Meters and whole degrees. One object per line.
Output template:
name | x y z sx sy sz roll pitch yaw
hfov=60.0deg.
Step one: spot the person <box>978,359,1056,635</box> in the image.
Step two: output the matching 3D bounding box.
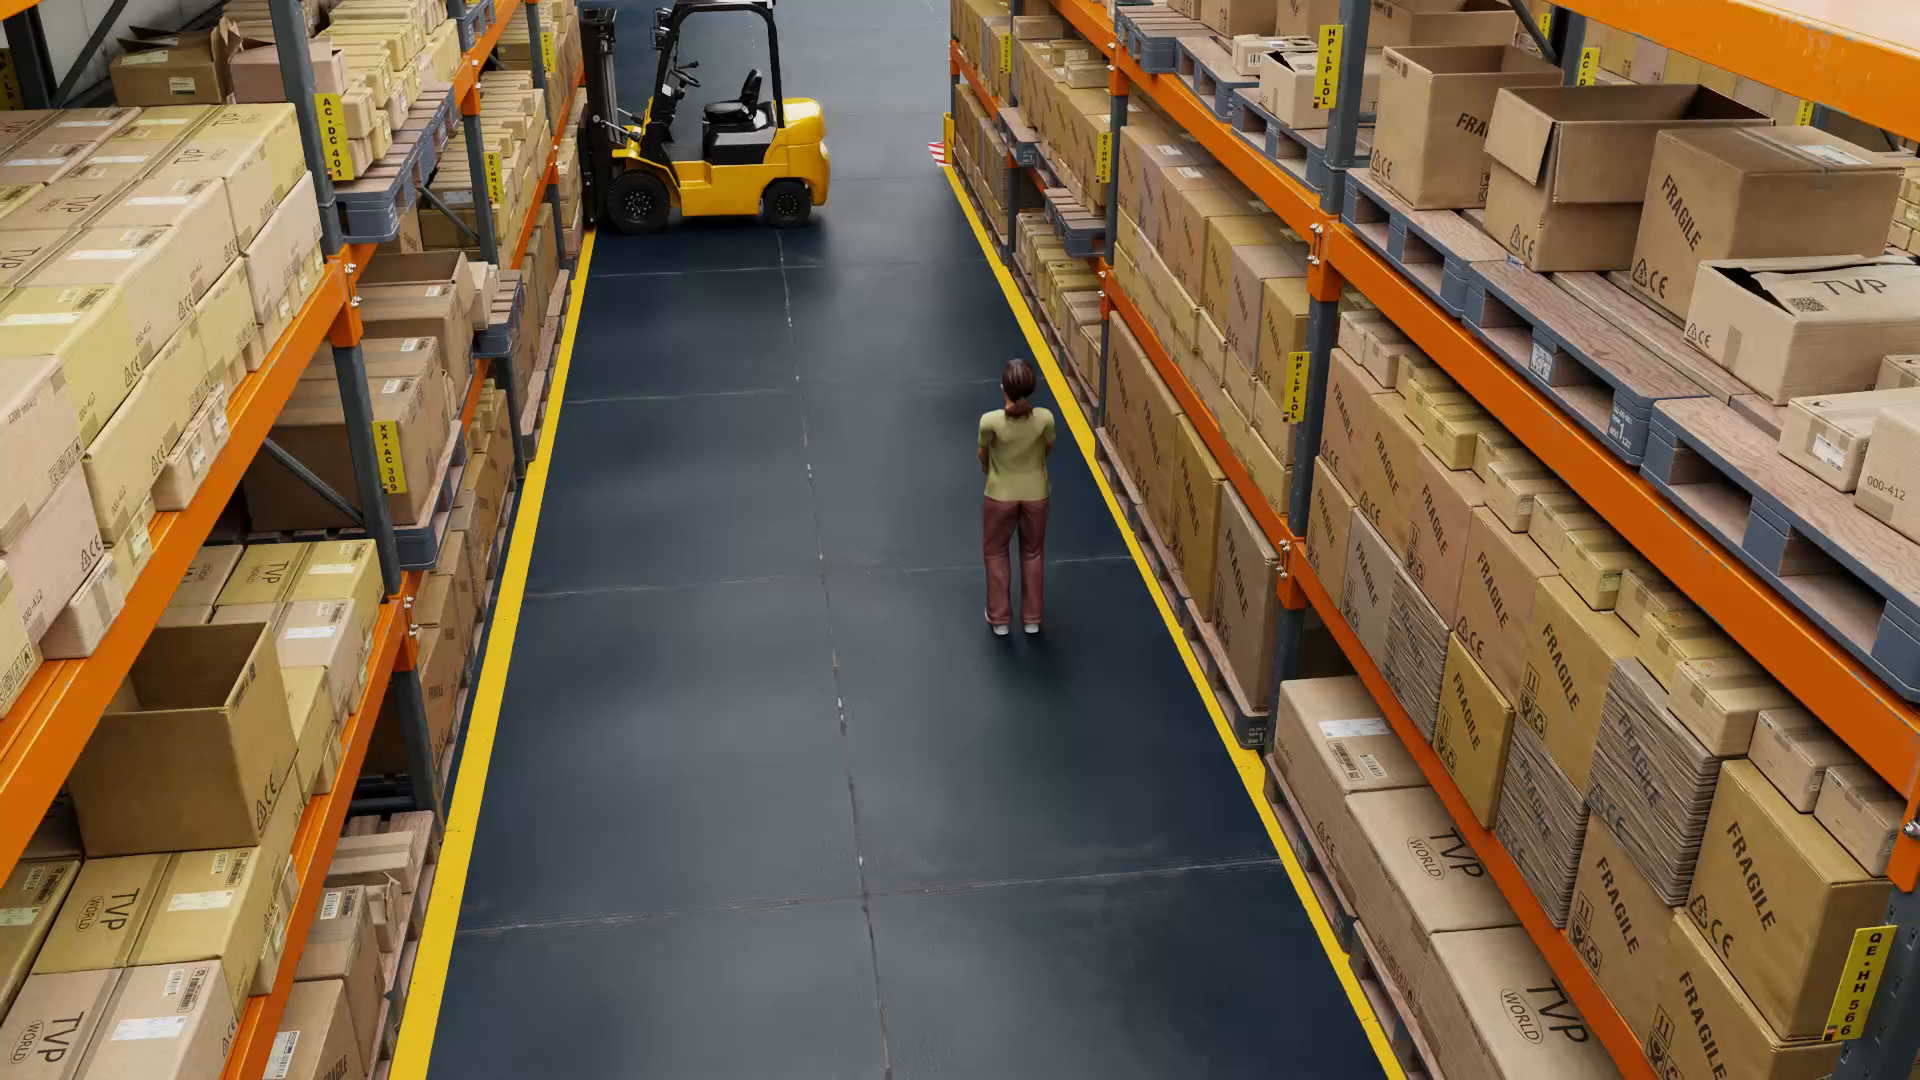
person | 0.297 -0.252 9.126 0.425 1.658 0.561 -3 27 -6
